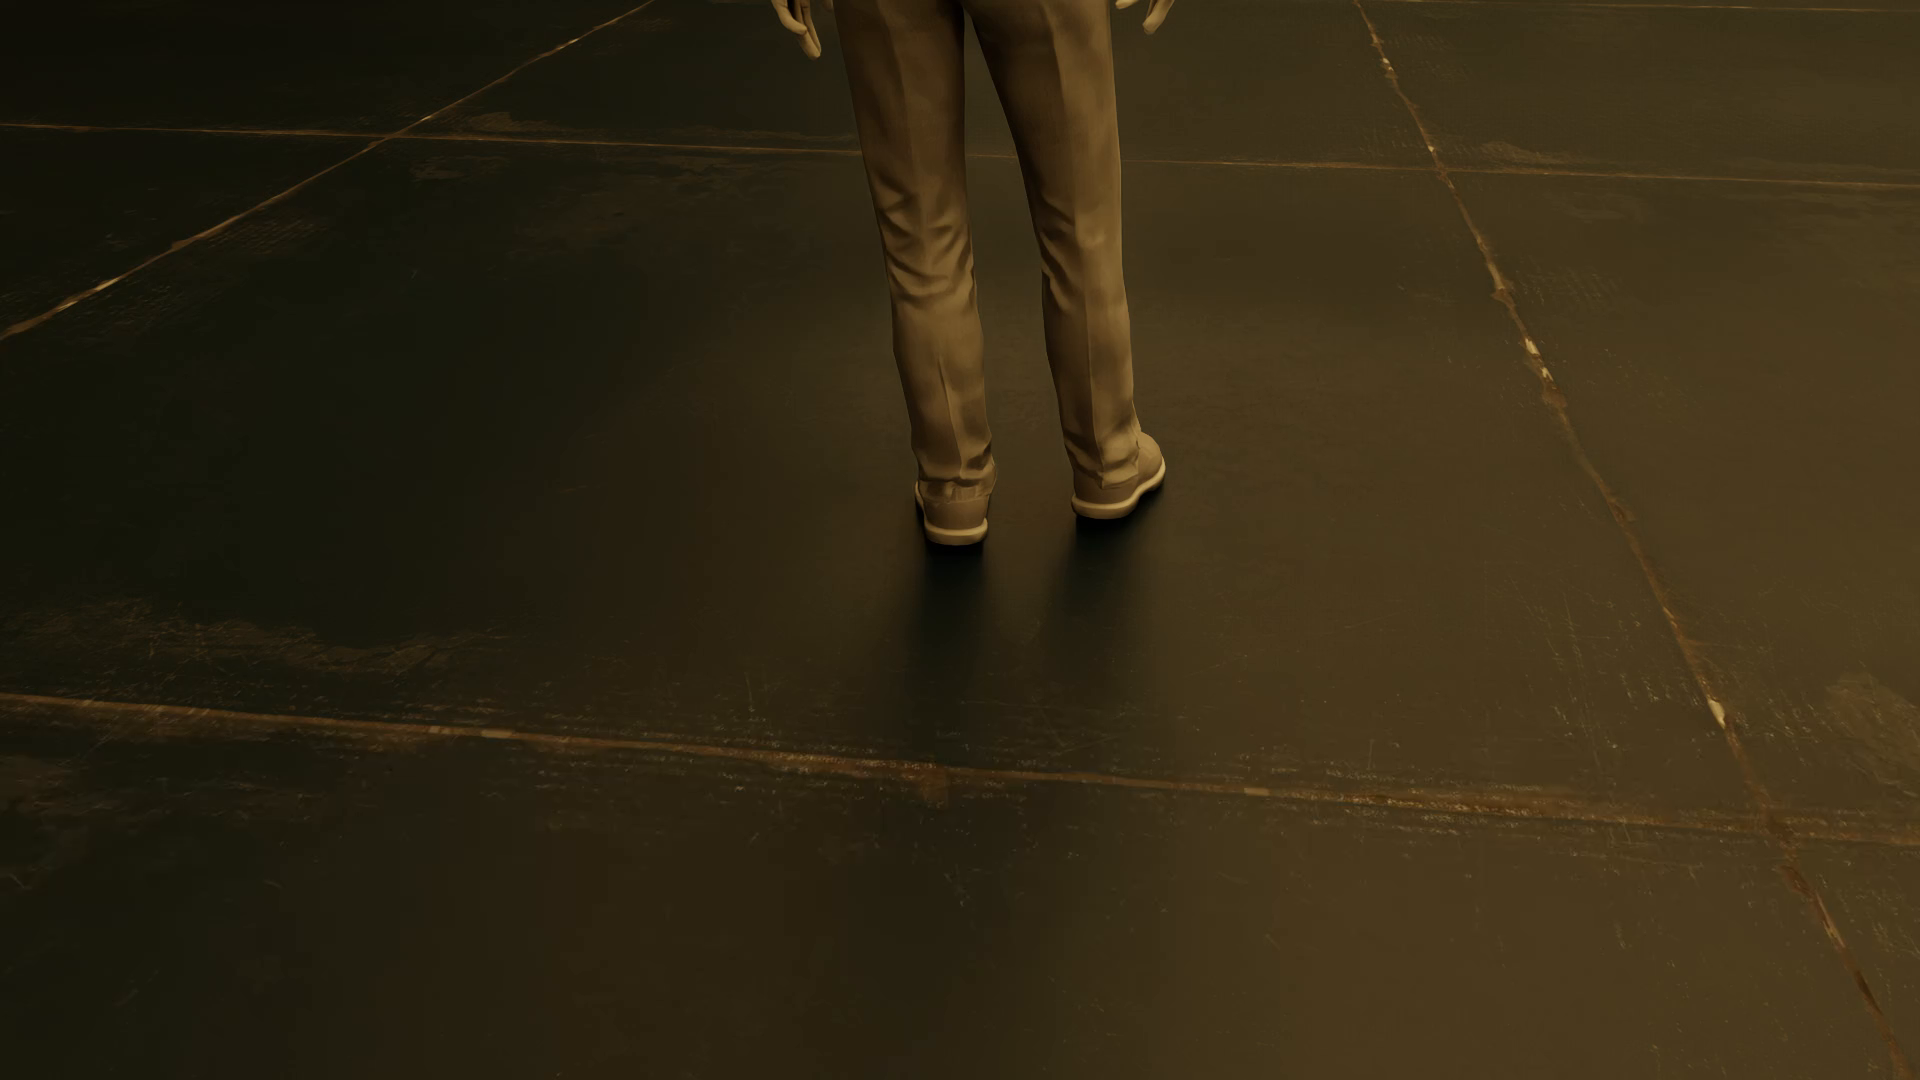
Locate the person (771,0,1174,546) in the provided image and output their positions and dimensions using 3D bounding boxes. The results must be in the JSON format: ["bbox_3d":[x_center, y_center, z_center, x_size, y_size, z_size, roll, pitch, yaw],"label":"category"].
[{"bbox_3d":[0.016,-0.795,2.179,0.586,1.694,0.530,3,27,7],"label":"person"}]
